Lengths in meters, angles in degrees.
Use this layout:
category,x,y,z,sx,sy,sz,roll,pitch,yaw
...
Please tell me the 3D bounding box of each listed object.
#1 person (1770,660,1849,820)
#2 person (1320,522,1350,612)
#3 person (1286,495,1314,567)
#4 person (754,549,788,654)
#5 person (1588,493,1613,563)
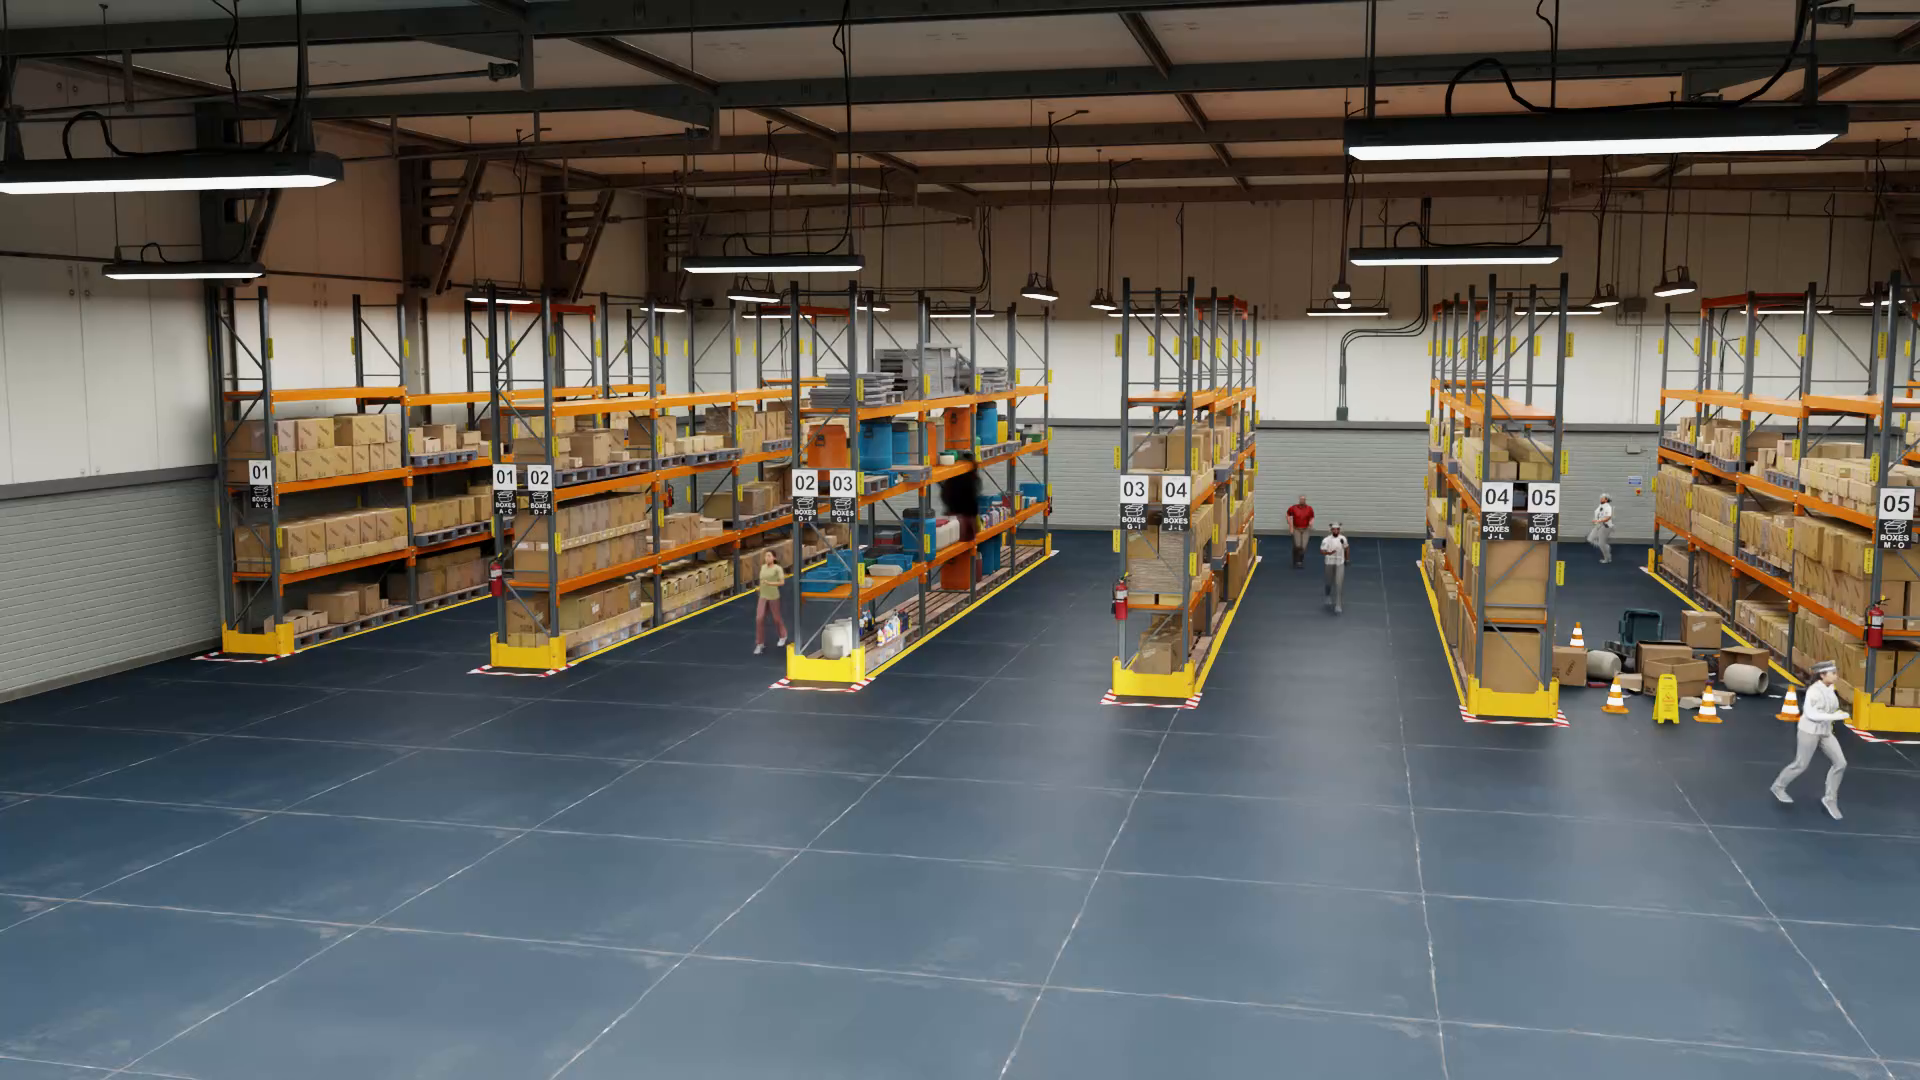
category,x,y,z,sx,sy,sz,roll,pitch,yaw
person,9.211,2.121,17.992,0.638,1.716,0.829,-5,8,-35
person,7.194,0.478,31.908,0.575,1.685,0.938,1,7,8
person,7.817,-0.196,38.125,0.622,1.687,0.689,0,7,-1
person,-3.136,0.988,27.546,0.562,1.687,0.906,2,7,20
person,15.030,-0.289,39.007,0.567,1.624,0.603,0,7,-3
